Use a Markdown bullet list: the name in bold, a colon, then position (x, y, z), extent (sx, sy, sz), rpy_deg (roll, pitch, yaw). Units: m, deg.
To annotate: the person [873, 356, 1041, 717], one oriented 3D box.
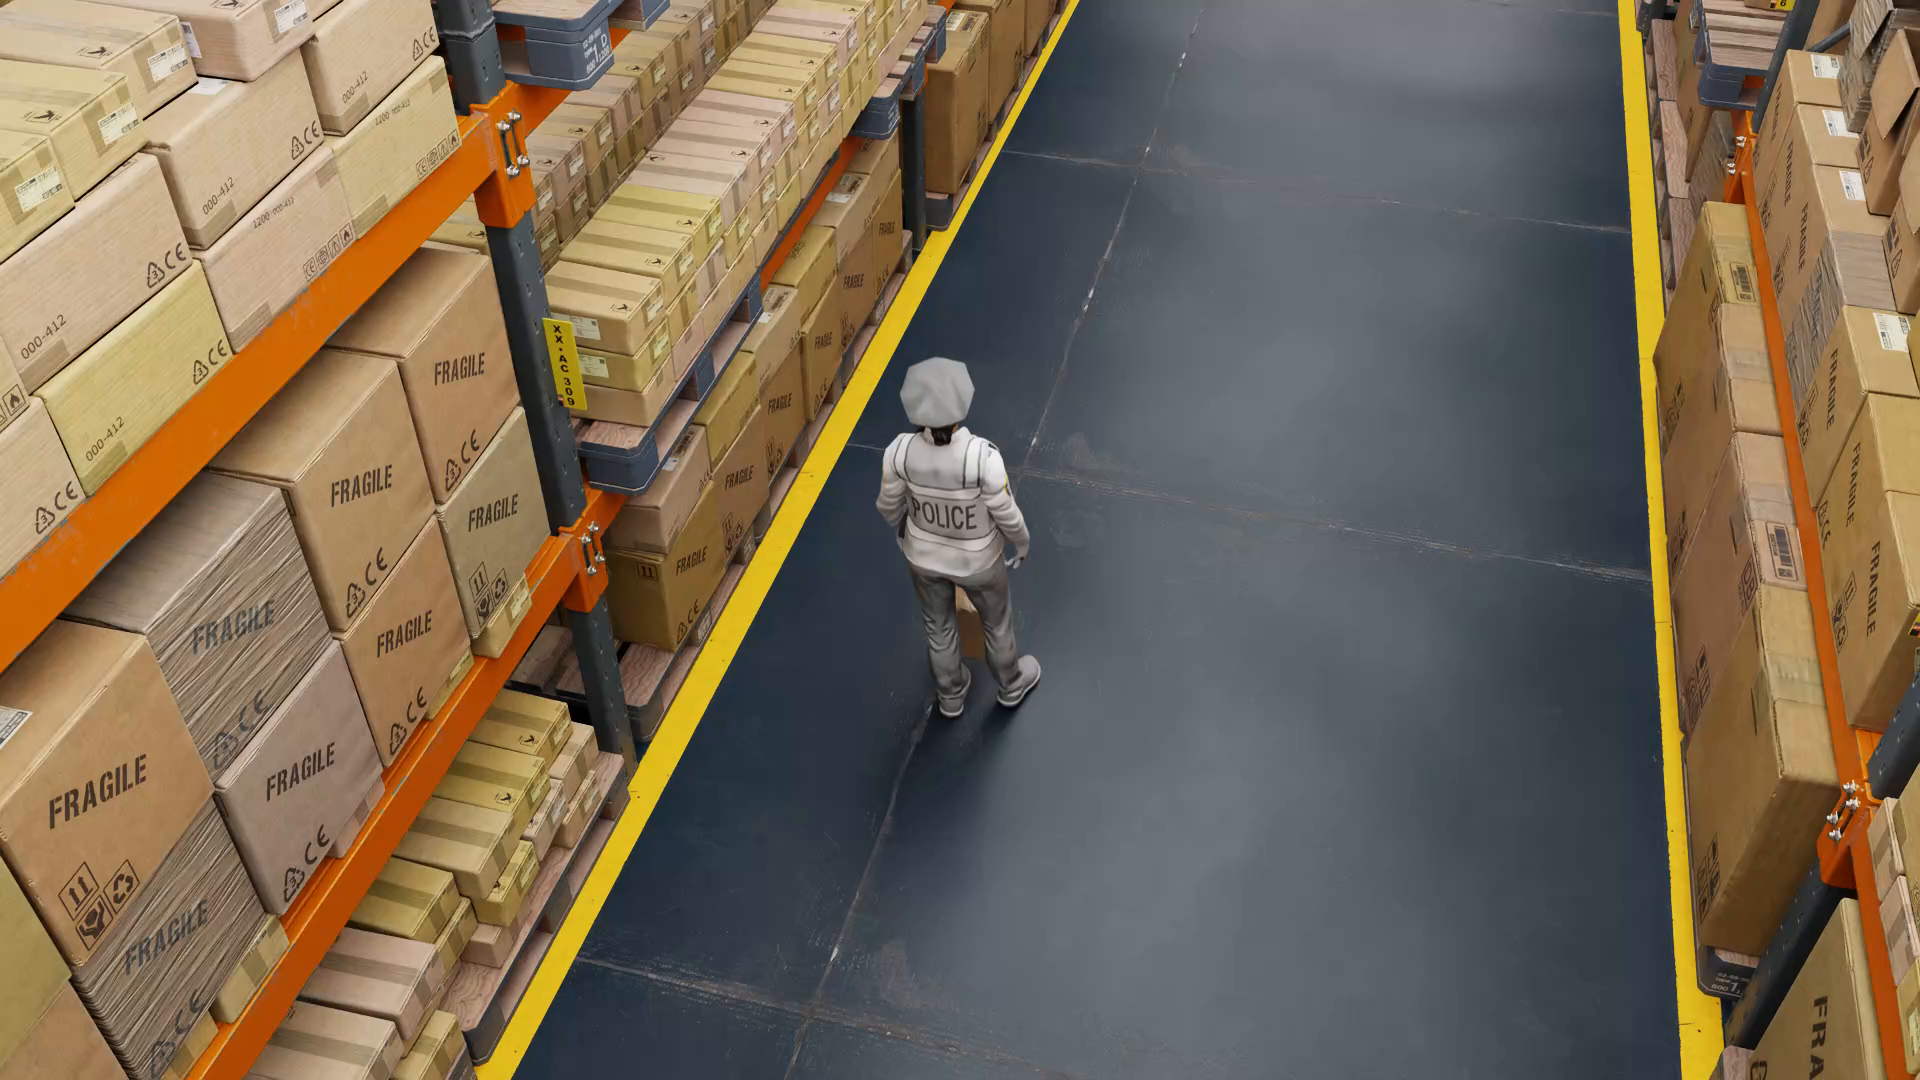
- **person**: position (-0.001, -0.005, 6.125), extent (0.584, 1.695, 0.533), rpy_deg (10, 42, 11)
